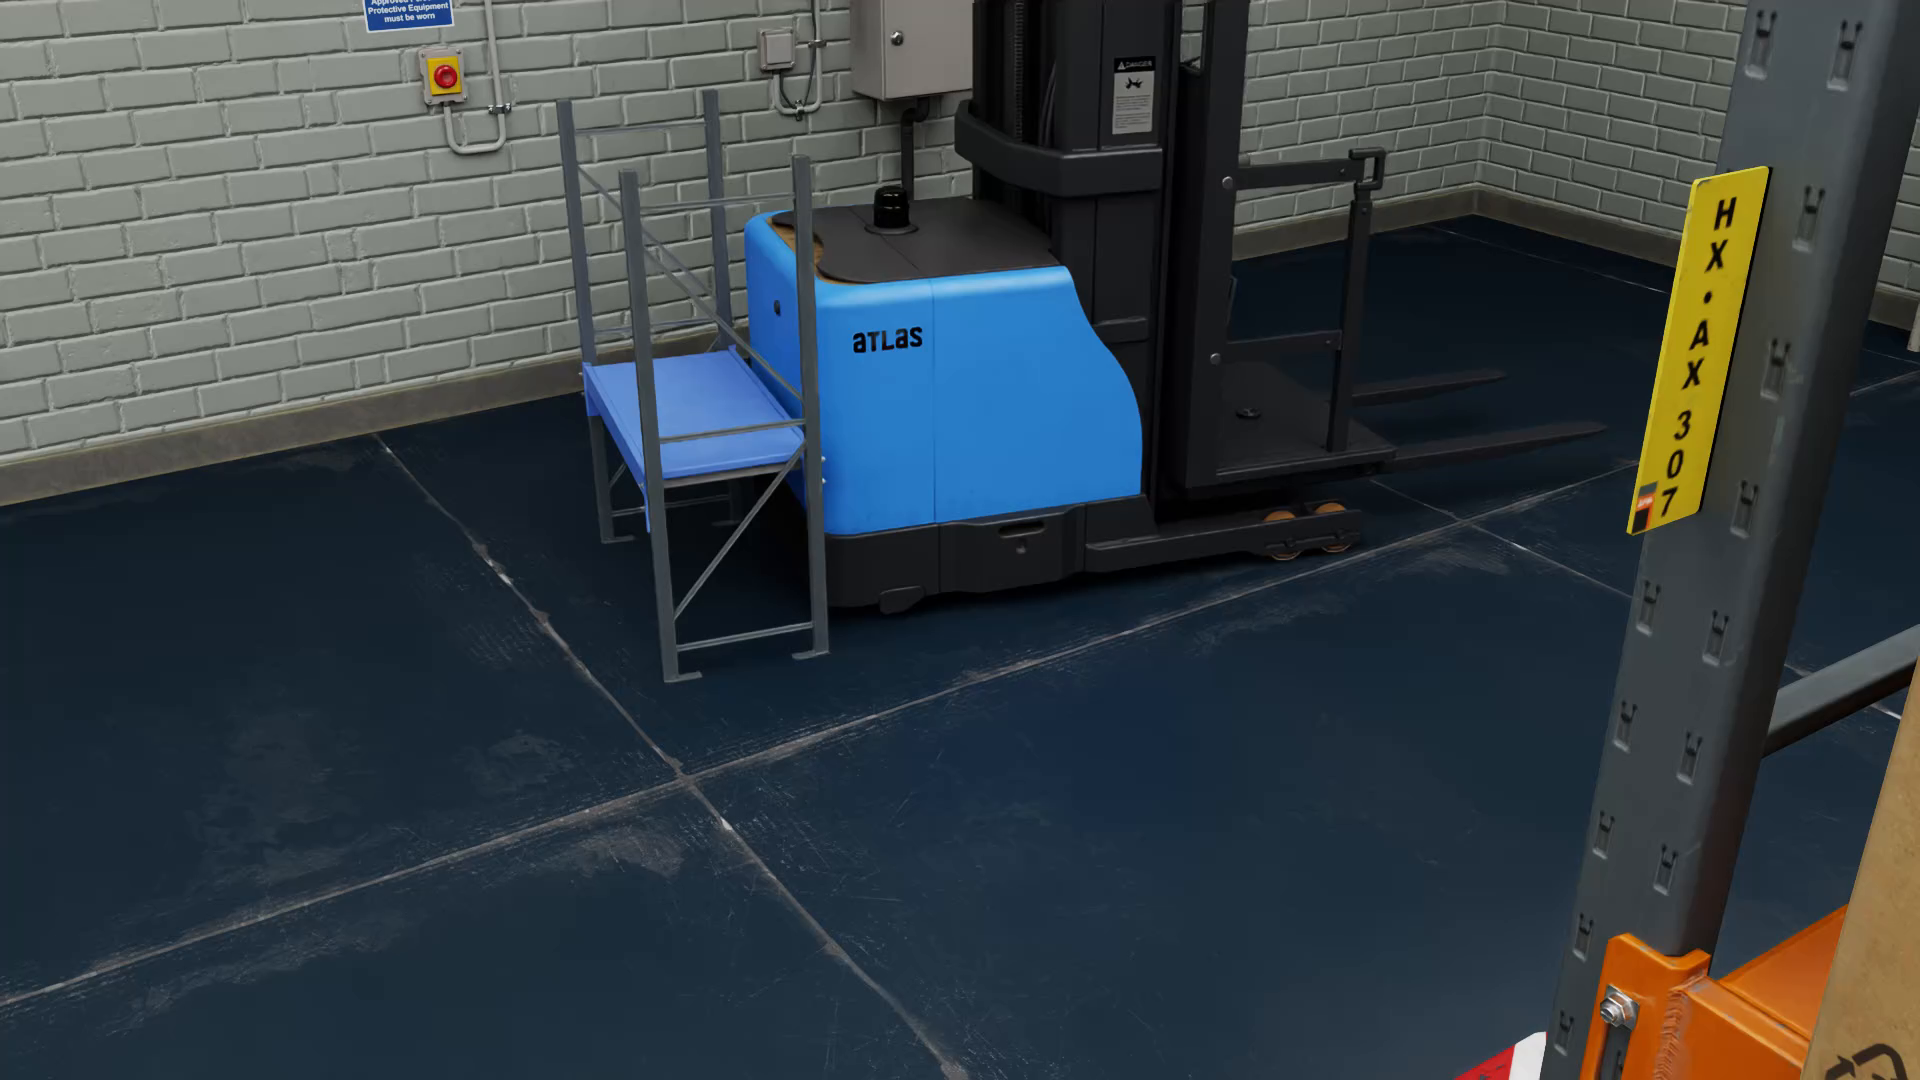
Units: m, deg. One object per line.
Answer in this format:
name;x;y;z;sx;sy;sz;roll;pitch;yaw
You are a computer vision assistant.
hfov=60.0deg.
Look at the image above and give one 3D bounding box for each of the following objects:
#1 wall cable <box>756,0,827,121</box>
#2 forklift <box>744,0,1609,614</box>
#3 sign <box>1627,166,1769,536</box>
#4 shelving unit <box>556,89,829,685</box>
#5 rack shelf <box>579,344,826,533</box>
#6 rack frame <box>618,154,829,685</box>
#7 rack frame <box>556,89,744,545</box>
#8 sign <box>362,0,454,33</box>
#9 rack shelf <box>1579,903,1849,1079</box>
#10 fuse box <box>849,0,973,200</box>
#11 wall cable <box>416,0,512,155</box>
wall cable;-0.795;-2.668;6.698;0.588;1.984;0.122;-16;29;-30
forklift;0.841;-1.459;5.407;3.031;2.935;1.130;-8;27;-17
sign;0.652;-0.163;1.474;0.100;0.325;0.005;-16;29;-30
shelving unit;-0.817;-0.502;5.056;0.538;1.500;1.048;-9;27;-19
rack shelf;-0.816;-0.339;5.133;0.538;0.185;1.000;-9;27;-19
rack frame;-0.633;-0.300;4.628;0.500;1.500;0.032;-9;27;-19
rack frame;-1.000;-0.704;5.485;0.500;1.500;0.032;-9;27;-19
sign;-2.051;-2.007;6.171;0.327;0.218;0.001;-16;29;-30
rack shelf;2.212;1.178;0.583;1.077;0.370;4.000;-16;29;-30
fuse box;-0.138;-1.729;7.407;0.539;1.711;0.414;-16;29;-30
wall cable;-1.977;-2.348;5.982;0.585;1.953;0.123;-16;29;-30
